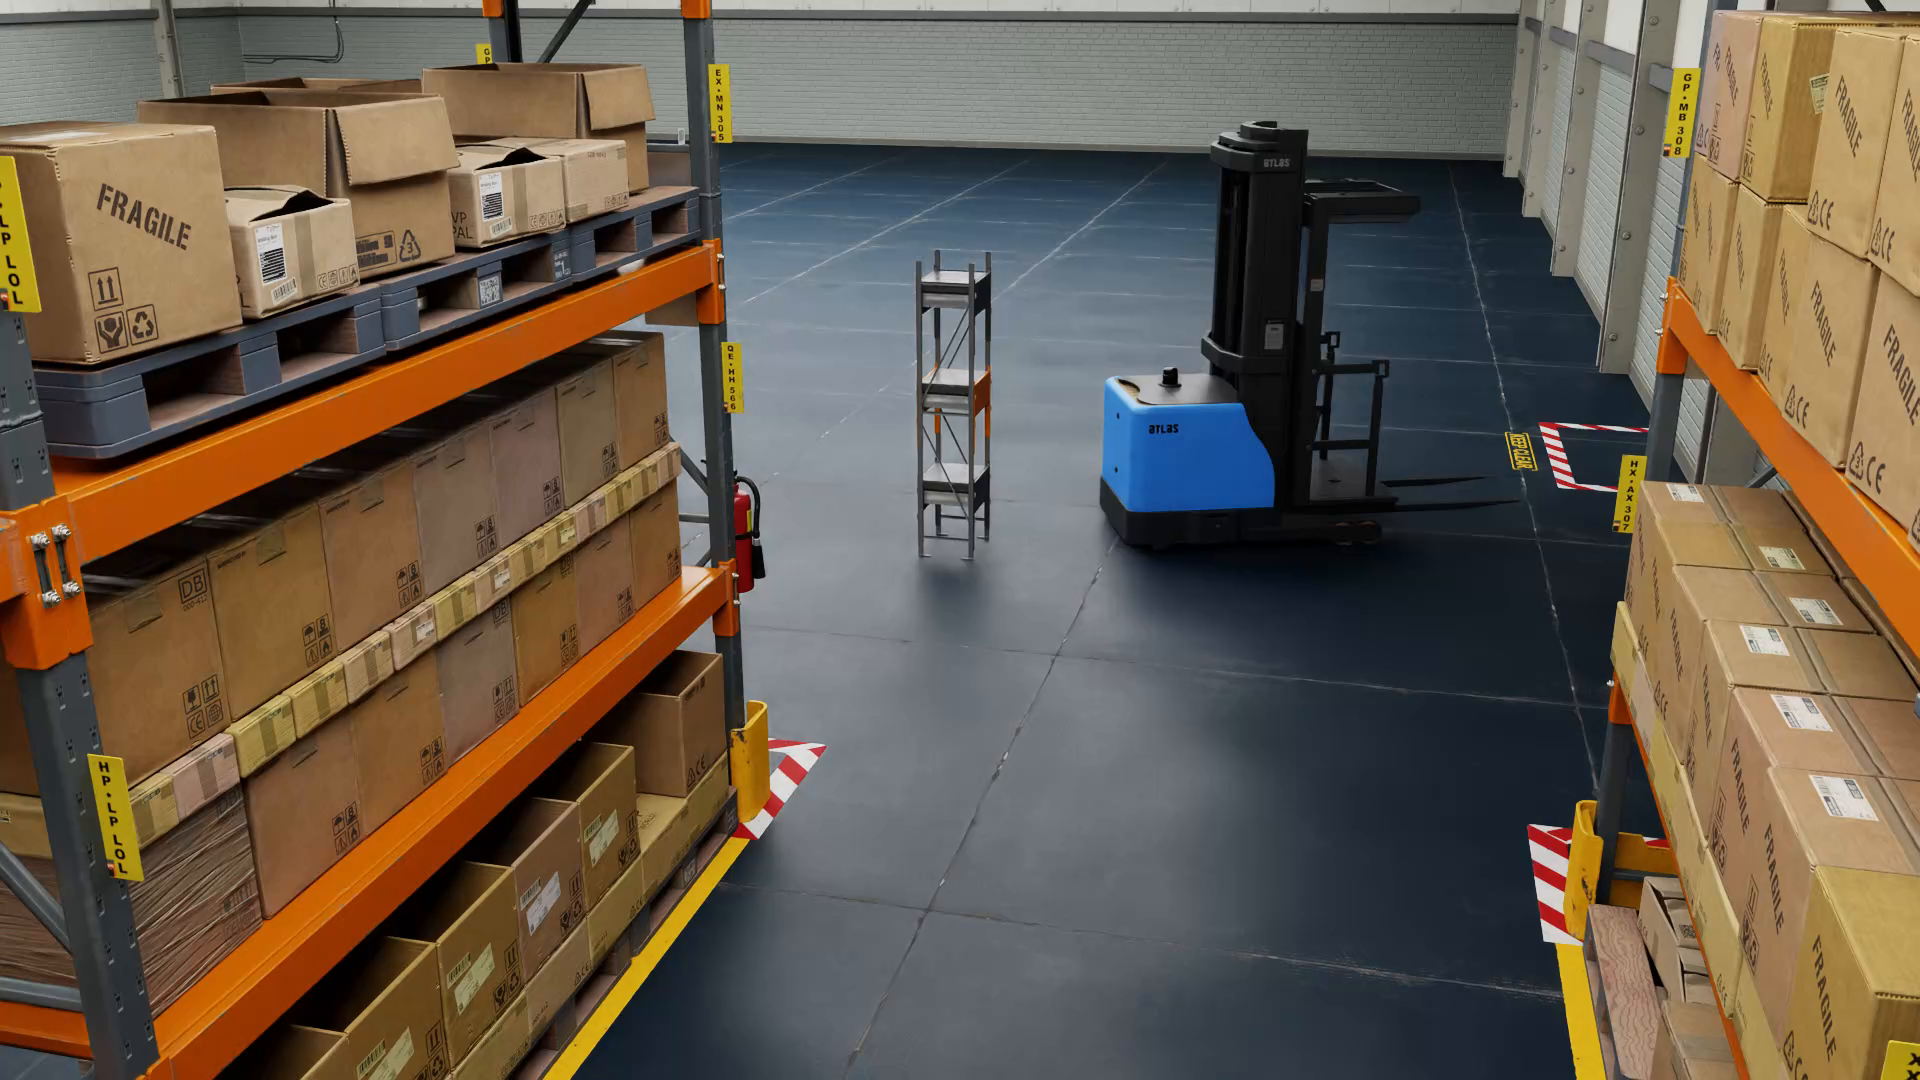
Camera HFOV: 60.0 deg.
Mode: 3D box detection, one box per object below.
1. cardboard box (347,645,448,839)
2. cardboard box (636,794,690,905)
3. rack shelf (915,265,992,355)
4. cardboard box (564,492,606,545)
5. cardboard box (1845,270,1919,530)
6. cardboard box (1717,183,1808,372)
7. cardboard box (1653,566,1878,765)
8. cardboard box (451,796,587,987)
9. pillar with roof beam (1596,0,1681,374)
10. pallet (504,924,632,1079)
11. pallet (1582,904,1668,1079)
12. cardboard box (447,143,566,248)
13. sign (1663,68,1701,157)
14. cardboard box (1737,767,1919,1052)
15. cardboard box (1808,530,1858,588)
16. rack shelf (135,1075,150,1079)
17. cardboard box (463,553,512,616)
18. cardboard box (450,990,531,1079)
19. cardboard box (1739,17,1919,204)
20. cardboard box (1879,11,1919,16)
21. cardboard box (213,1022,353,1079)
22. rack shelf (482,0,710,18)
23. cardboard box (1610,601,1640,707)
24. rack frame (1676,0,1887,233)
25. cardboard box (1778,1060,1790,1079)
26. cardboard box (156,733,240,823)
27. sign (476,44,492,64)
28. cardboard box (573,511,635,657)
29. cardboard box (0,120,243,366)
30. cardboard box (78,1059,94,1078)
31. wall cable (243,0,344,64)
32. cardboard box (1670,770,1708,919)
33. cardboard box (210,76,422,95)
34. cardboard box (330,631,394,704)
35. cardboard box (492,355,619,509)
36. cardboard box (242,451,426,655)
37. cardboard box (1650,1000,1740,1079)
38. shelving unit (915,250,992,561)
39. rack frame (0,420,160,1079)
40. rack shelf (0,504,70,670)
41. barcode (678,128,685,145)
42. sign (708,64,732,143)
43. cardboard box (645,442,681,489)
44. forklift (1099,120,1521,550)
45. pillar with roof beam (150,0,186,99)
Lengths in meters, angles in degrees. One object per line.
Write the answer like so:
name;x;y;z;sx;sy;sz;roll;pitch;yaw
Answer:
cardboard box;-2.182;0.621;5.573;0.700;0.500;0.500;5;19;14
cardboard box;-1.511;1.329;7.261;0.500;0.250;0.500;5;19;13
rack shelf;-0.040;-1.591;11.474;0.431;0.518;0.480;5;19;13
cardboard box;-1.654;-0.101;6.685;0.380;0.149;0.250;5;19;14
cardboard box;2.290;-0.290;3.571;0.500;0.500;0.500;3;19;9
cardboard box;2.635;-0.795;5.049;0.500;0.500;0.500;6;20;16
cardboard box;2.577;0.415;5.372;0.500;0.500;0.500;4;19;12
cardboard box;-1.752;1.288;6.221;0.500;0.500;0.500;5;19;13
pillar with roof beam;2.673;-6.385;16.959;9.100;9.000;0.400;5;19;13
pallet;-2.003;1.821;6.529;1.003;0.211;1.213;5;19;13
pallet;2.997;1.863;6.408;1.003;0.211;1.213;5;19;13
cardboard box;-1.718;-1.209;5.717;0.500;0.311;0.500;7;20;20
sign;2.722;-1.609;6.263;0.100;0.325;0.005;5;19;13
cardboard box;2.203;0.898;3.958;0.500;0.500;0.500;5;19;13
cardboard box;3.206;0.296;5.723;0.500;0.500;0.500;5;19;14
rack shelf;-3.022;2.098;2.517;1.077;0.370;4.000;5;19;13
cardboard box;-1.842;0.144;5.967;0.380;0.149;0.250;4;19;13
cardboard box;-1.872;1.799;5.883;0.500;0.250;0.500;5;19;13
cardboard box;2.632;-1.266;4.880;0.500;0.500;0.500;5;20;15
cardboard box;3.396;-1.526;5.642;0.500;0.500;0.500;6;20;16
cardboard box;-2.117;1.758;4.844;0.500;0.500;0.500;5;19;13
rack shelf;-2.045;-1.805;5.282;1.077;0.370;4.000;5;19;13
cardboard box;2.821;0.457;6.411;0.500;0.250;0.500;4;19;12
rack frame;3.248;-2.572;5.795;1.000;3.000;0.127;5;19;13
cardboard box;2.093;1.410;3.619;0.500;0.250;0.500;5;19;14
cardboard box;-2.219;0.629;4.547;0.380;0.149;0.250;5;19;14
sign;-2.093;-2.039;7.401;0.100;0.325;0.005;5;19;13
cardboard box;-1.807;0.140;6.982;0.700;0.500;0.500;5;20;15
cardboard box;-2.155;-0.738;4.045;0.500;0.500;0.500;6;20;18
cardboard box;-2.499;1.560;5.423;0.500;0.500;0.500;5;19;13
wall cable;-17.298;-13.524;42.664;3.097;2.526;0.112;5;19;13
cardboard box;2.452;0.938;5.002;0.500;0.250;0.500;5;19;14
cardboard box;-2.227;-1.356;5.854;0.500;0.500;0.500;5;19;13
cardboard box;-2.032;0.388;5.254;0.380;0.149;0.250;4;19;12
cardboard box;-1.819;-0.457;6.722;0.700;0.500;0.500;4;19;12
cardboard box;-2.186;0.015;5.342;0.700;0.500;0.500;5;19;13
cardboard box;2.625;1.856;5.298;0.700;0.500;0.500;3;19;10
shelving unit;-0.040;-0.942;11.696;0.431;2.100;0.503;5;19;13
rack frame;-2.534;1.131;4.236;1.000;3.000;0.127;5;19;13
rack shelf;-3.022;0.679;2.032;1.077;0.370;4.000;5;19;13
barcode;-1.162;-1.684;6.939;0.001;0.075;0.075;5;19;13
sign;-1.034;-1.877;7.153;0.100;0.325;0.005;5;19;13
cardboard box;-1.465;-0.342;7.390;0.380;0.149;0.250;4;19;12
forklift;2.627;-1.512;12.080;3.031;2.935;1.130;-3;19;-7
pillar with roof beam;-15.125;-13.835;38.769;9.100;9.000;0.400;5;19;13
